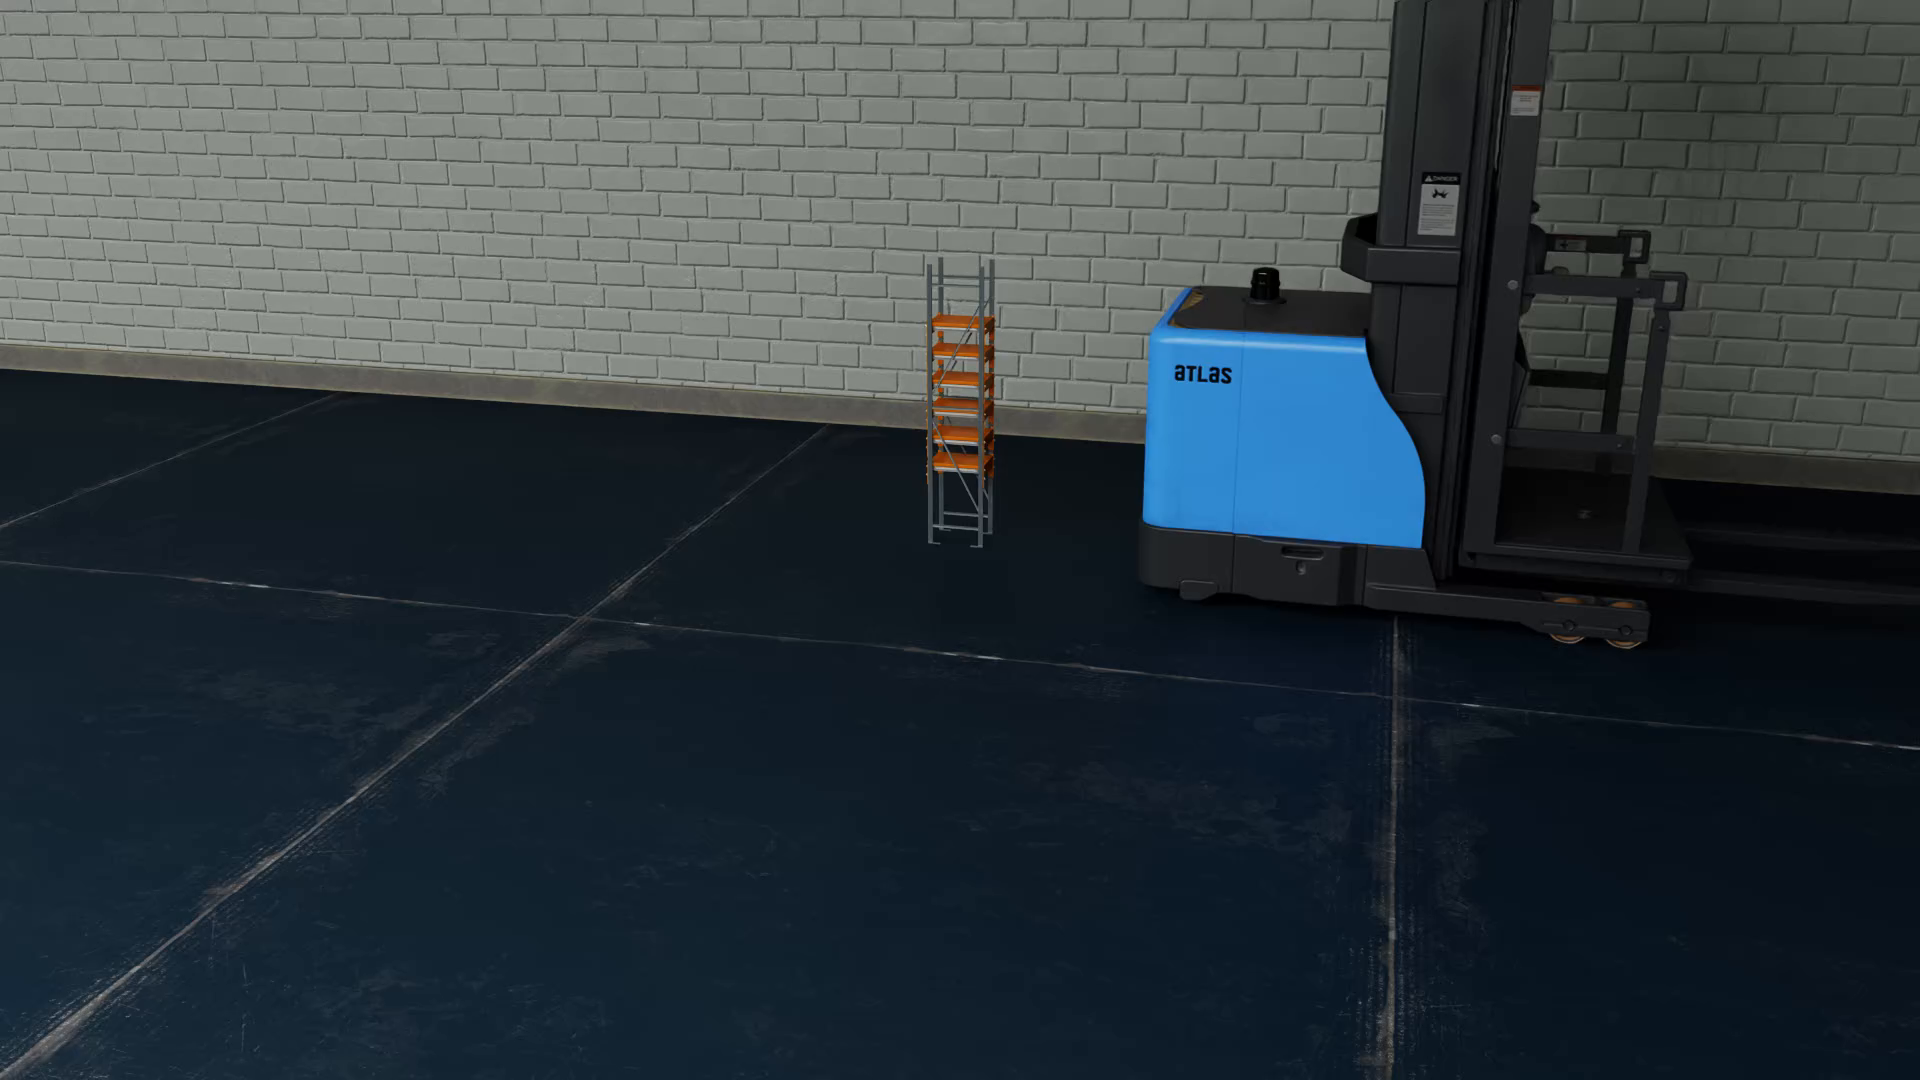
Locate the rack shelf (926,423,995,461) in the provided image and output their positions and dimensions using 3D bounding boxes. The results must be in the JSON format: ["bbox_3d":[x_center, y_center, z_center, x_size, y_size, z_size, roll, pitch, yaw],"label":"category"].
[{"bbox_3d":[0.004,-0.417,7.060,0.258,0.103,0.180,5,19,13],"label":"rack shelf"}]

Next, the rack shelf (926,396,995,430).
[{"bbox_3d":[0.004,-0.530,7.021,0.258,0.103,0.180,5,19,13],"label":"rack shelf"}]

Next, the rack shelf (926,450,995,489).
[{"bbox_3d":[0.004,-0.303,7.099,0.258,0.103,0.180,5,19,13],"label":"rack shelf"}]

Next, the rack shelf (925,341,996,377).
[{"bbox_3d":[0.004,-0.757,6.944,0.258,0.103,0.180,5,19,13],"label":"rack shelf"}]

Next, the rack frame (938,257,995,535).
[{"bbox_3d":[0.026,-0.601,7.091,0.240,1.200,0.006,5,19,13],"label":"rack frame"}]

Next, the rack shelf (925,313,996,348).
[{"bbox_3d":[0.004,-0.871,6.905,0.258,0.103,0.180,5,19,13],"label":"rack shelf"}]

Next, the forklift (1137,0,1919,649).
[{"bbox_3d":[2.270,-1.183,6.116,3.031,2.935,1.130,5,19,14],"label":"forklift"}]

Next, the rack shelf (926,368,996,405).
[{"bbox_3d":[0.004,-0.644,6.982,0.258,0.103,0.180,5,19,13],"label":"rack shelf"}]

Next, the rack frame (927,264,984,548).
[{"bbox_3d":[-0.019,-0.544,6.923,0.240,1.200,0.006,5,19,13],"label":"rack frame"}]

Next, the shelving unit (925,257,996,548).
[{"bbox_3d":[0.004,-0.572,7.007,0.258,1.200,0.189,5,19,13],"label":"shelving unit"}]
